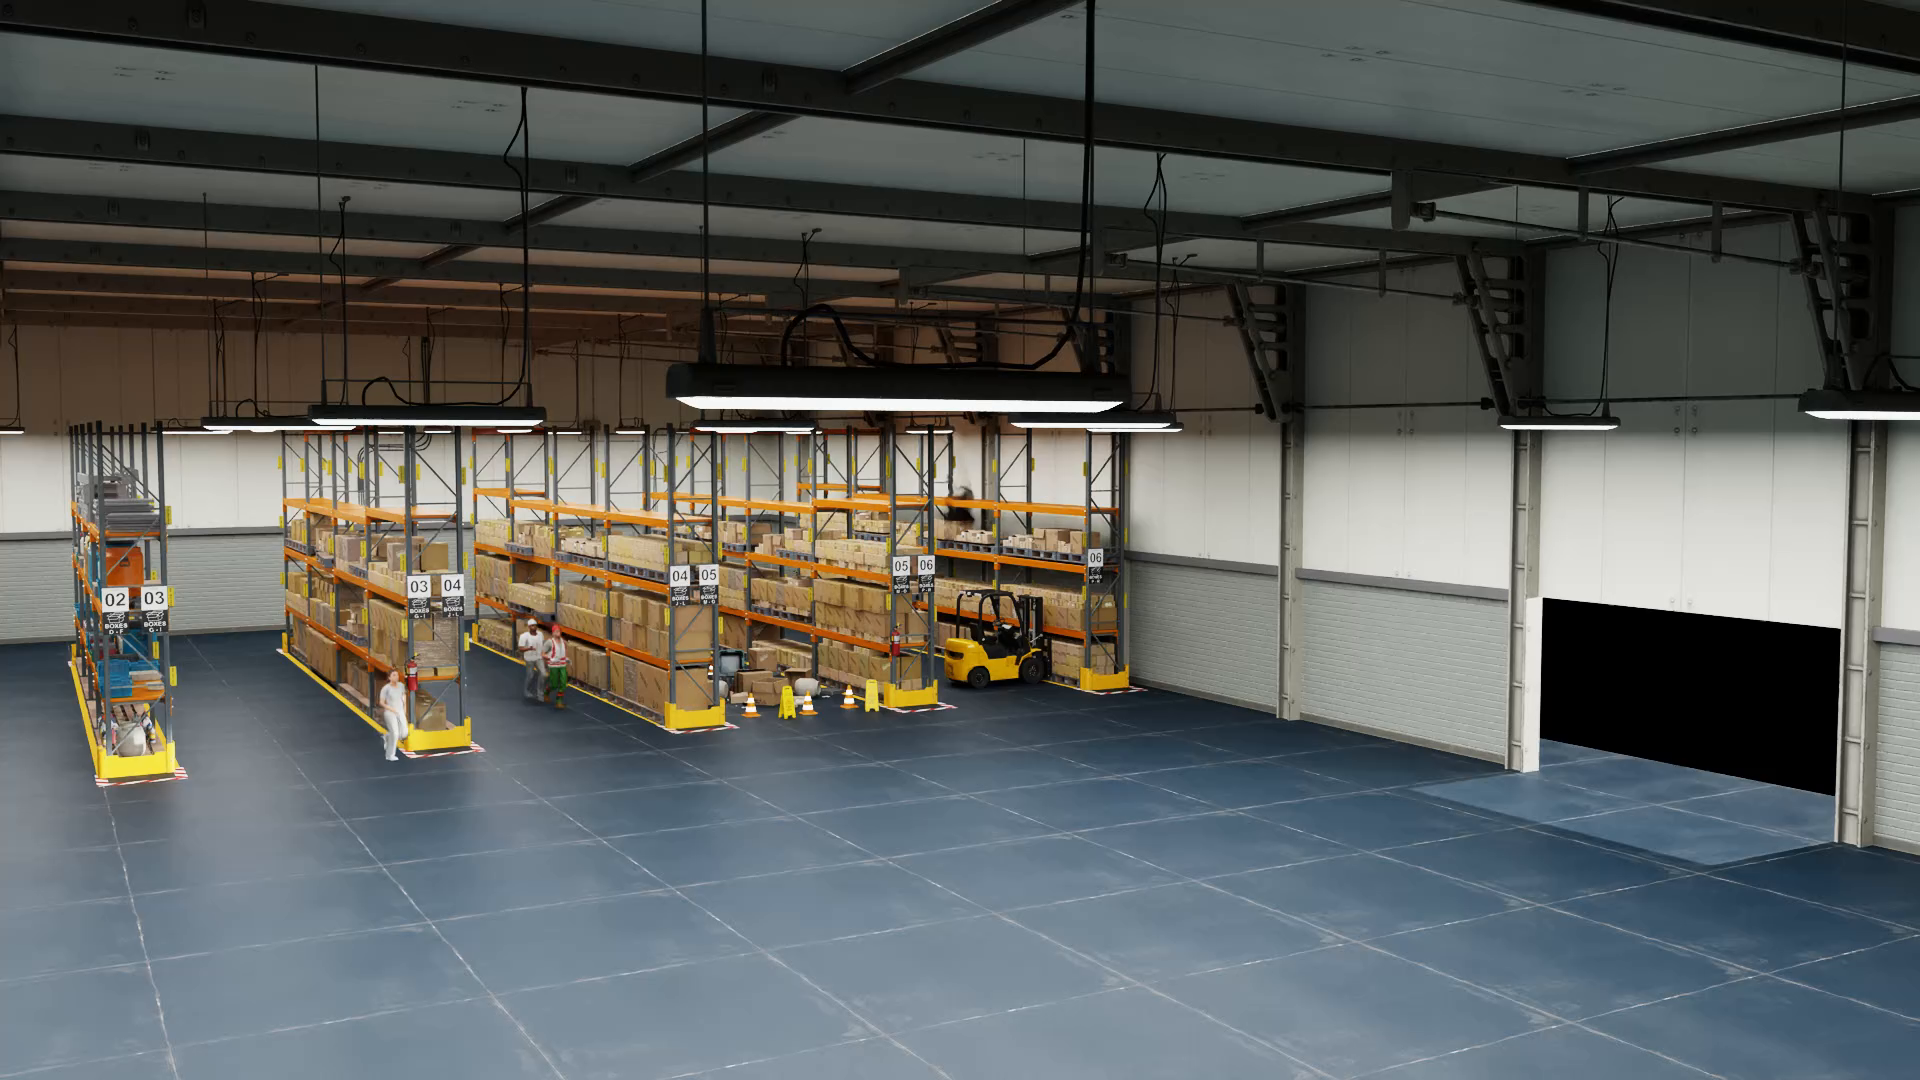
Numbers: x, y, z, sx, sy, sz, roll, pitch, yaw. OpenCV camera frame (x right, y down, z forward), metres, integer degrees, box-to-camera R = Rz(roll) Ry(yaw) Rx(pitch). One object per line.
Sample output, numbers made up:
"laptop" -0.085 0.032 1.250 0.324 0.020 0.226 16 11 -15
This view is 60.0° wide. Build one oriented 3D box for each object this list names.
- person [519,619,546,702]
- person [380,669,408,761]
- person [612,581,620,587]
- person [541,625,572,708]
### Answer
"person" -9.250 2.621 36.068 0.672 1.824 0.762 -3 4 -36
"person" -10.031 3.090 29.481 0.637 1.630 0.588 3 4 37
"person" -10.371 1.736 50.045 0.876 1.802 0.662 -2 4 -25
"person" -8.551 2.674 35.187 0.653 1.749 0.714 -3 5 -44
